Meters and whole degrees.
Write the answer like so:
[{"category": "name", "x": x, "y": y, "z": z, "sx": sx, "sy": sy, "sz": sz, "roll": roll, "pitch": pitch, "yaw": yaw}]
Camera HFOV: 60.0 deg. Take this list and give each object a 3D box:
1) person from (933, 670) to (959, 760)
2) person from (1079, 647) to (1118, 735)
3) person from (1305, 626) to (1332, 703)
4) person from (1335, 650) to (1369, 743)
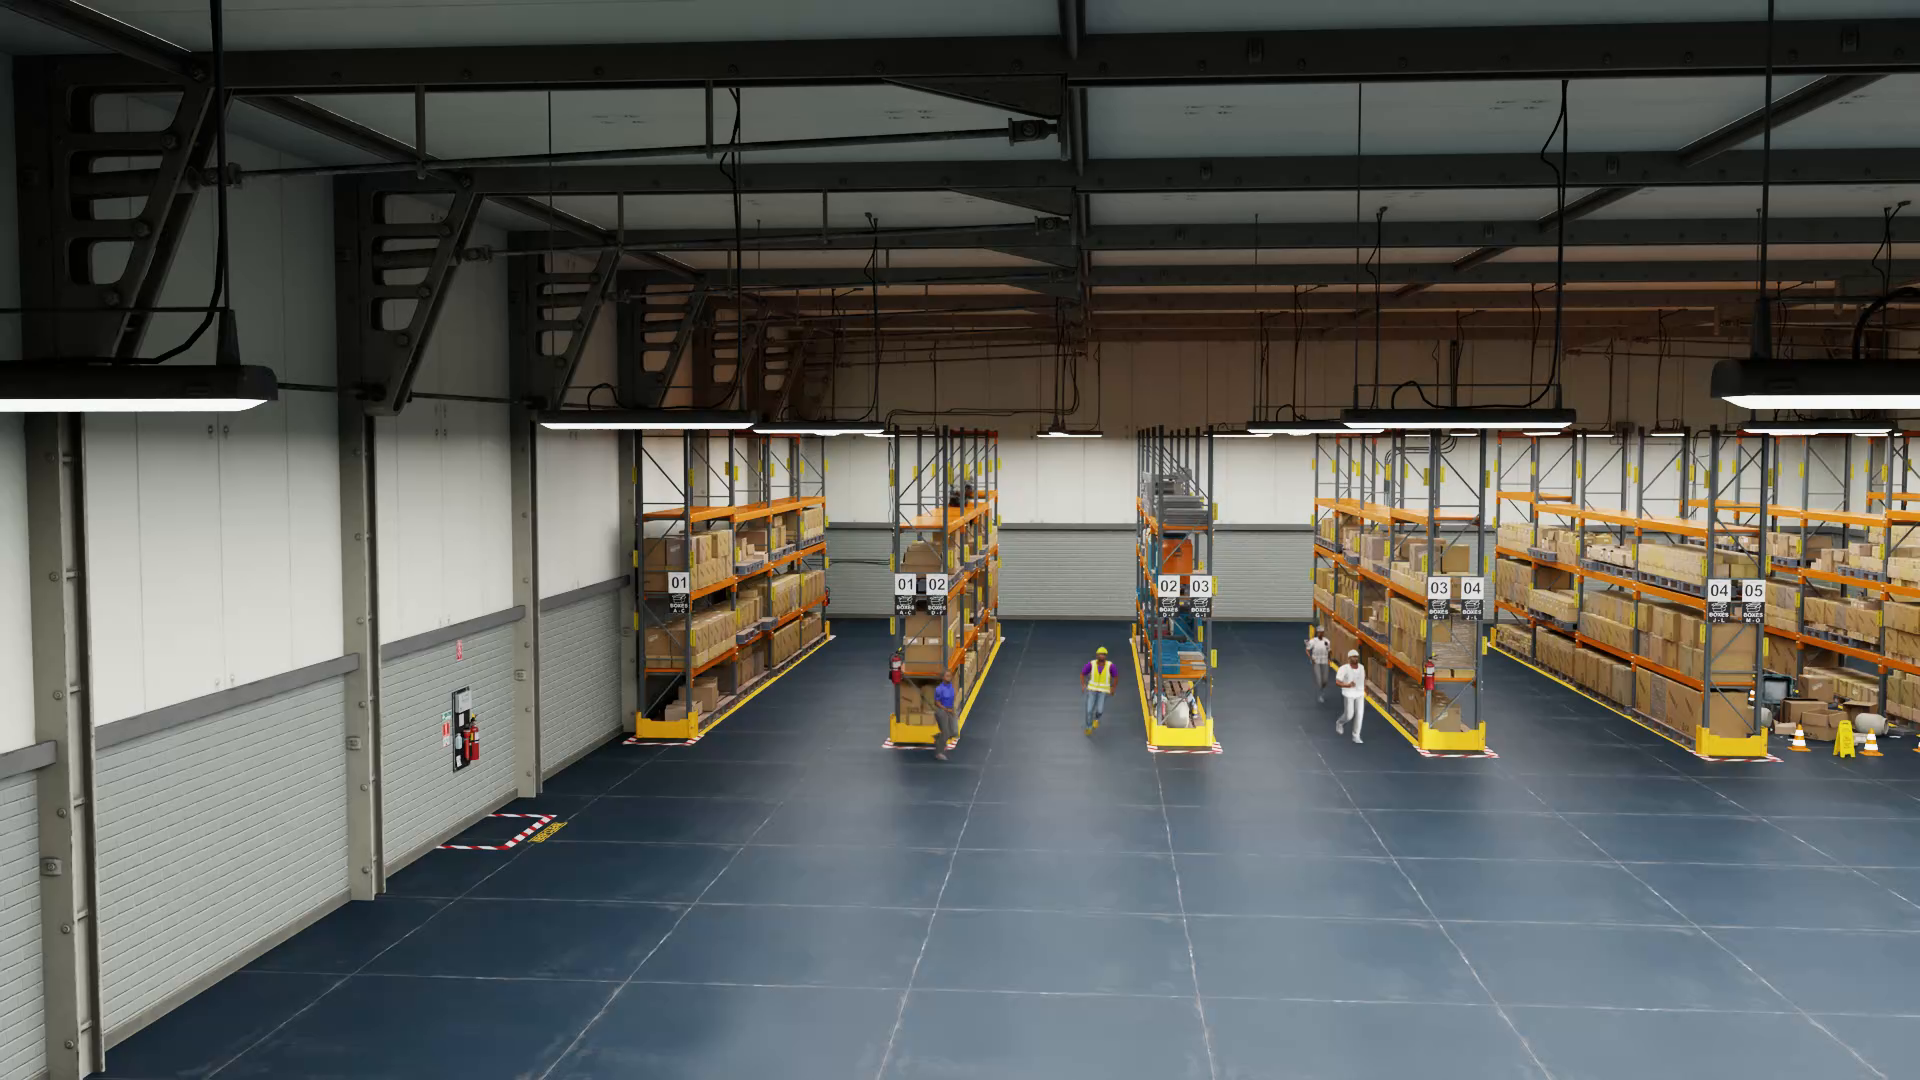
[{"category": "person", "x": -0.253, "y": 3.139, "z": 29.859, "sx": 0.626, "sy": 1.608, "sz": 0.600, "roll": 3, "pitch": 4, "yaw": 39}, {"category": "person", "x": 2.696, "y": 2.938, "z": 32.352, "sx": 0.756, "sy": 1.716, "sz": 0.537, "roll": 0, "pitch": 3, "yaw": 8}, {"category": "person", "x": 7.869, "y": 2.703, "z": 36.445, "sx": 0.587, "sy": 1.666, "sz": 0.568, "roll": 0, "pitch": 3, "yaw": -1}, {"category": "person", "x": 7.442, "y": 2.946, "z": 31.592, "sx": 0.709, "sy": 1.740, "sz": 0.804, "roll": -1, "pitch": 4, "yaw": -15}]
